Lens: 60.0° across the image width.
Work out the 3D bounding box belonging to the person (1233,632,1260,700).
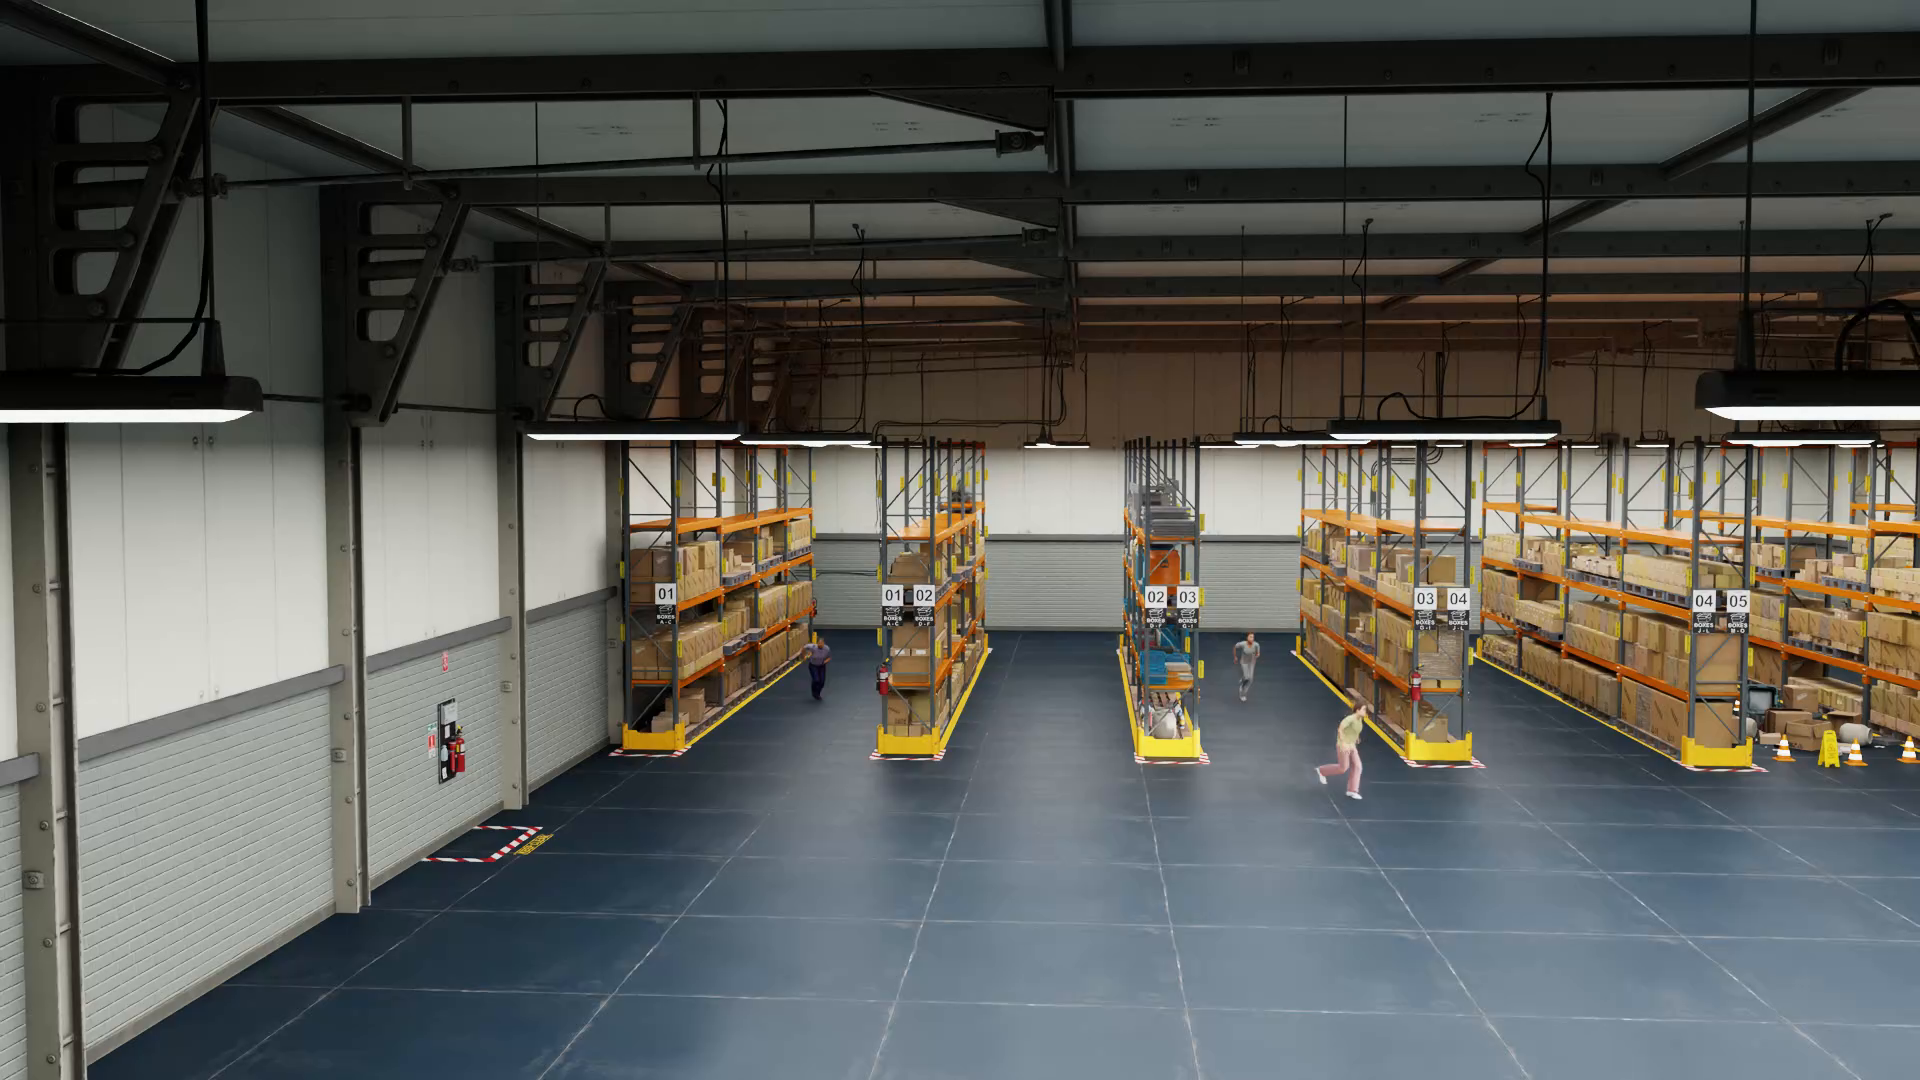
[{"bbox_3d":[6.592,2.892,38.106,0.552,1.594,0.682,-1,3,-11],"label":"person"}]

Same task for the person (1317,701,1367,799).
[{"bbox_3d":[6.355,3.463,27.681,0.880,1.622,0.583,2,4,36],"label":"person"}]

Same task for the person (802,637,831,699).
[{"bbox_3d":[-3.292,2.952,38.088,0.637,1.468,0.863,-1,3,-19],"label":"person"}]
